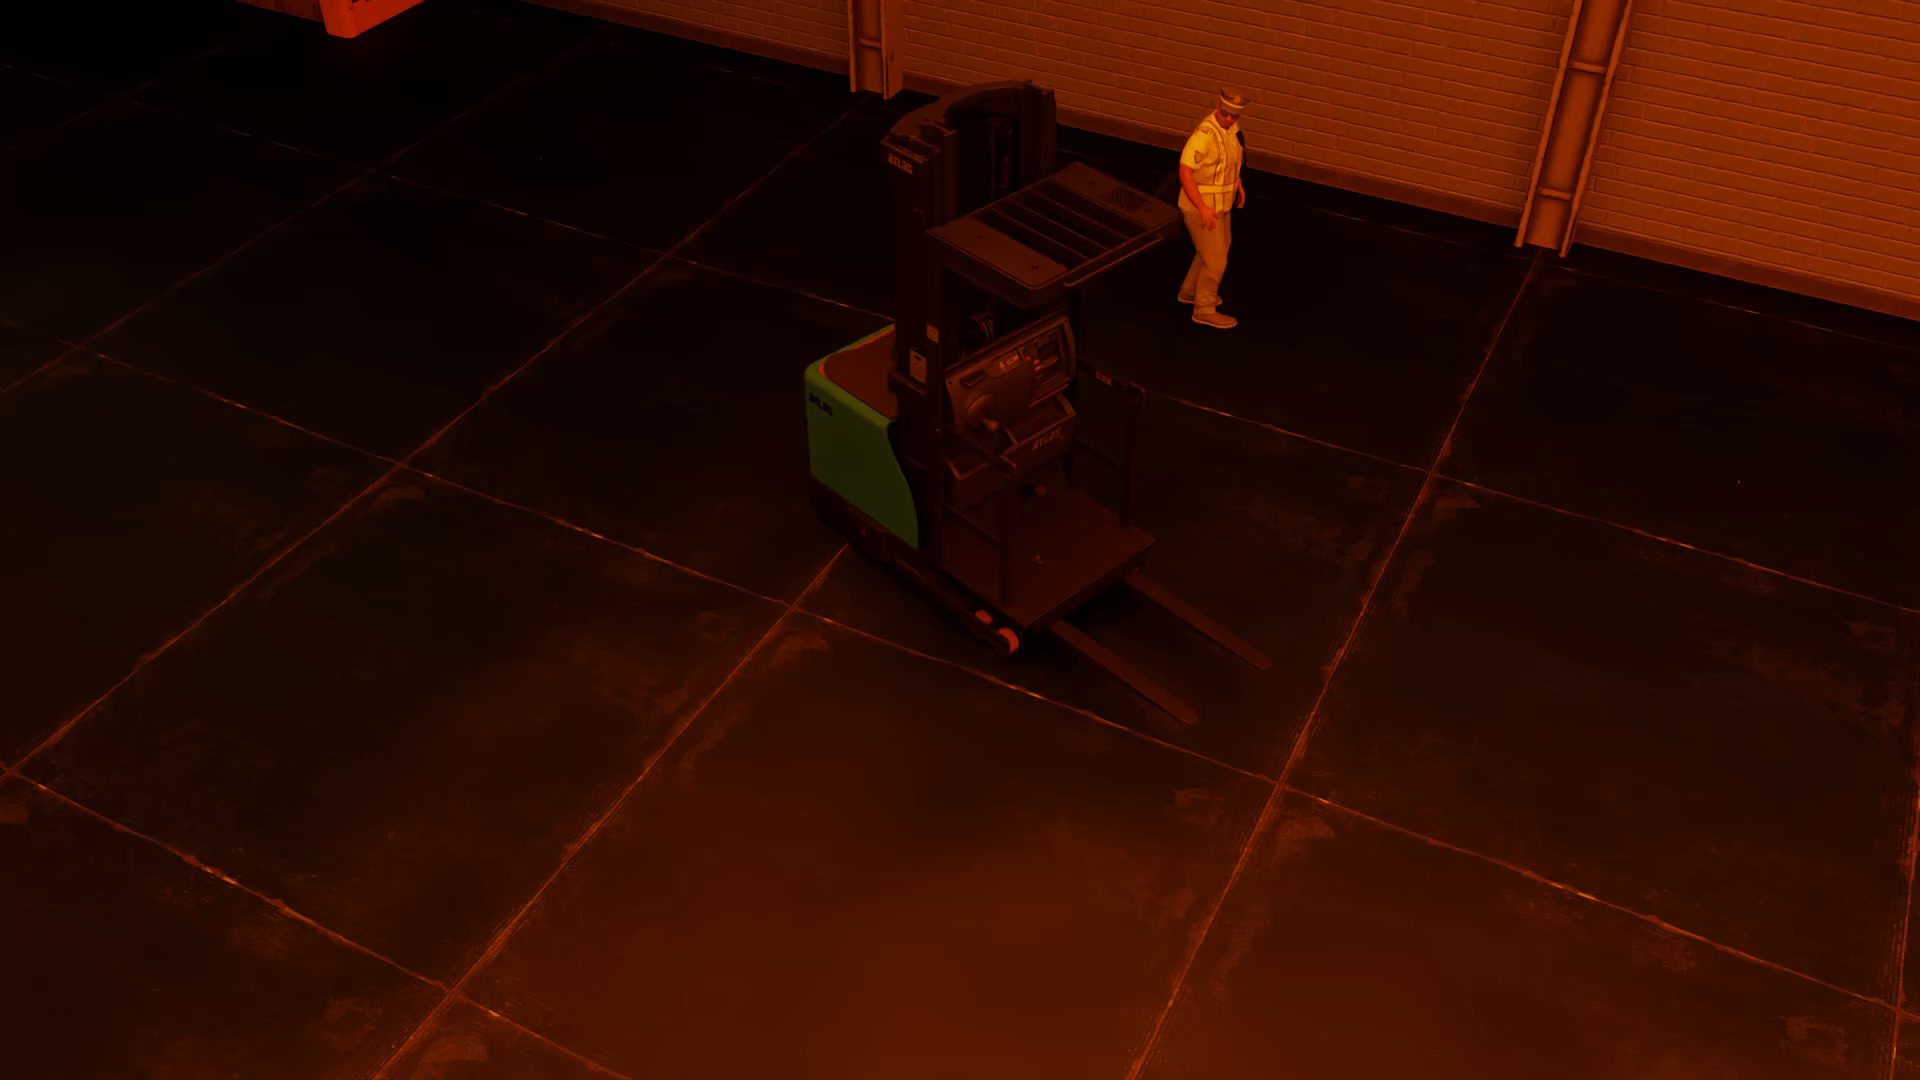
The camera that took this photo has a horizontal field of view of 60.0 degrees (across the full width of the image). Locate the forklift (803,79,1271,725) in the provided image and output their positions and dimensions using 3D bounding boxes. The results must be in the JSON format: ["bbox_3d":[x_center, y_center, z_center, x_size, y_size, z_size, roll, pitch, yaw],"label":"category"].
[{"bbox_3d":[0.430,-0.837,8.980,1.130,2.935,3.031,-31,49,-31],"label":"forklift"}]

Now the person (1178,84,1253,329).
[{"bbox_3d":[1.832,-2.376,11.740,0.531,1.735,0.737,15,42,18],"label":"person"}]
